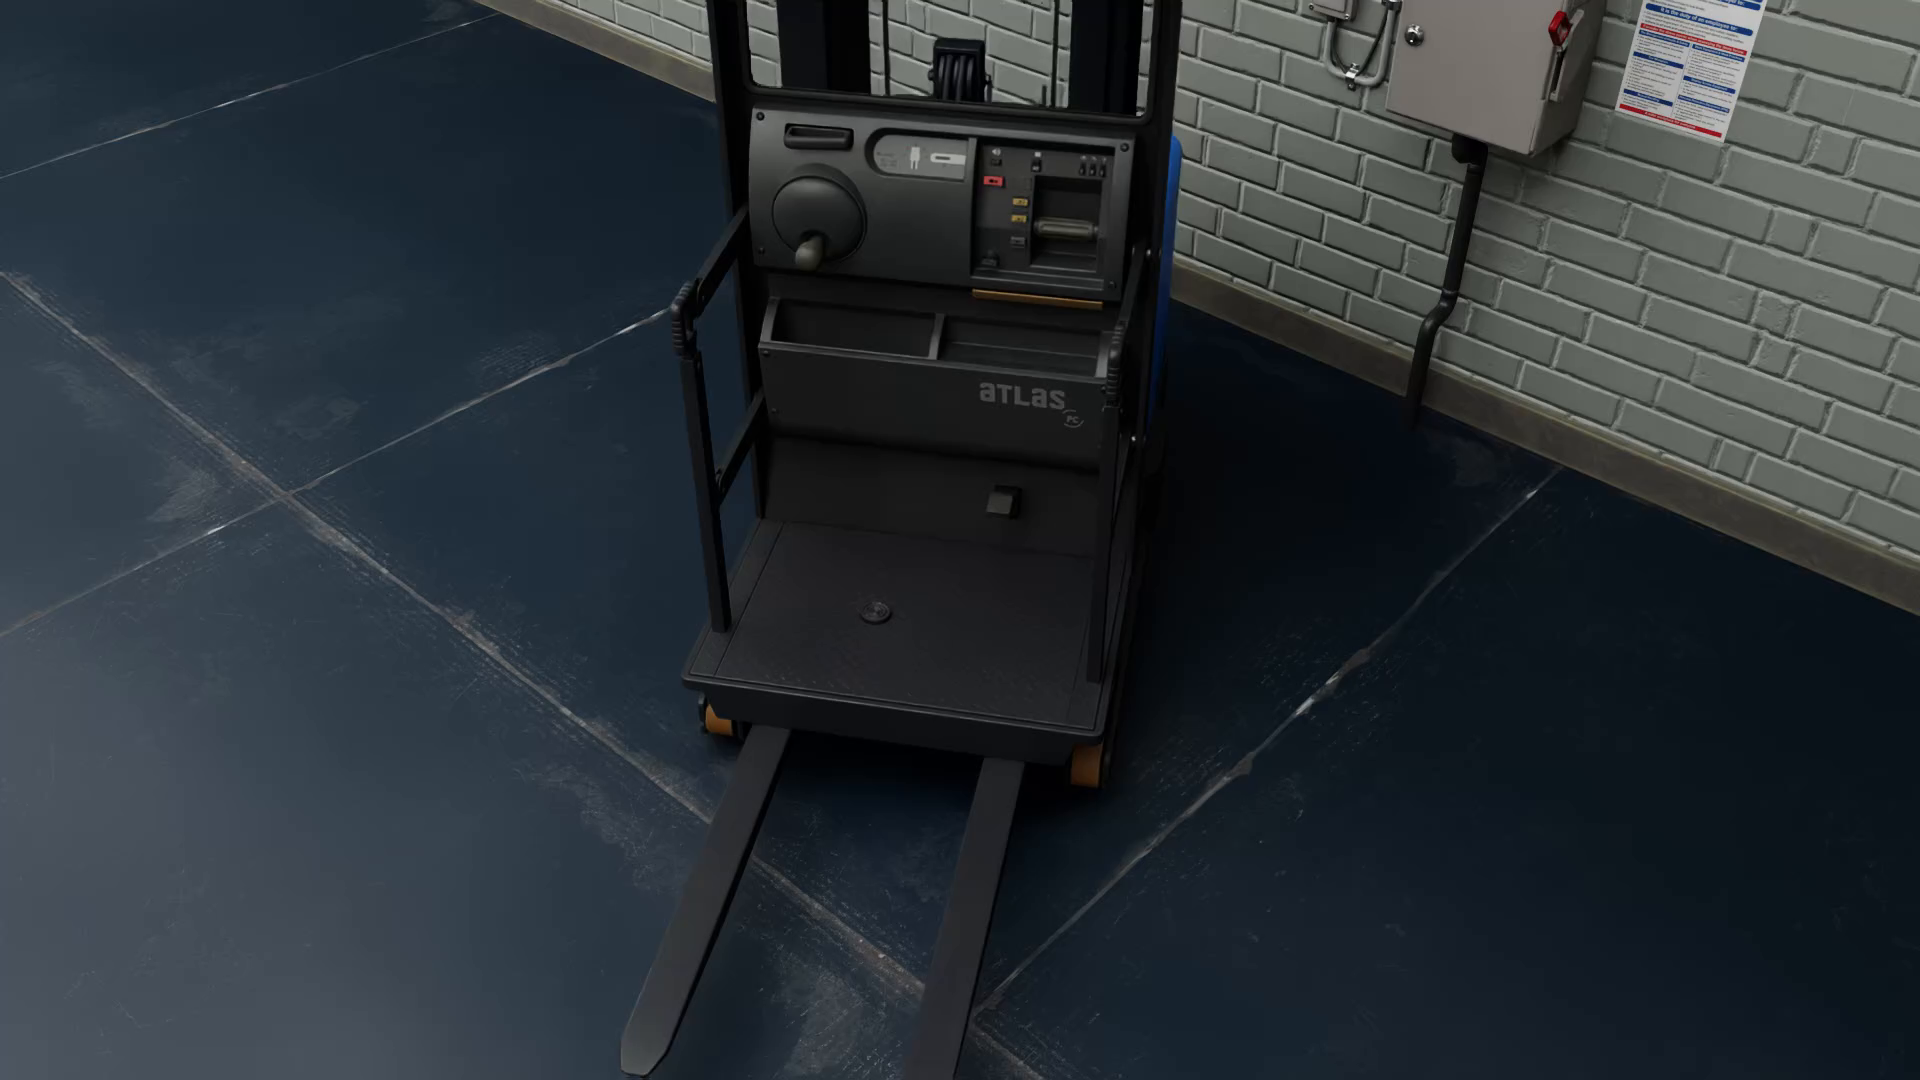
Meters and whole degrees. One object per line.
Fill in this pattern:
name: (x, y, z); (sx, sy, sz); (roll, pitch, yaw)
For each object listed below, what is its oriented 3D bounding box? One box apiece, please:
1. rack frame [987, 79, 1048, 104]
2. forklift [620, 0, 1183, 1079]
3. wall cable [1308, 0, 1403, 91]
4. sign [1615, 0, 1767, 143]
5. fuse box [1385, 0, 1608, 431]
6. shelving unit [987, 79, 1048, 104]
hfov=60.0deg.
rack frame: (0.188, -1.092, 5.780); (0.200, 1.050, 0.008); (7, 39, 9)
forklift: (-0.092, -0.741, 3.827); (1.130, 2.935, 3.031); (7, 39, 9)
wall cable: (1.151, -2.299, 4.915); (0.588, 1.984, 0.122); (30, 47, 32)
sign: (2.053, -1.393, 4.668); (0.329, 0.494, 0.001); (30, 47, 32)
fuse box: (1.549, -1.038, 5.181); (0.539, 1.711, 0.414); (30, 47, 32)
shelving unit: (0.164, -1.018, 5.686); (0.215, 1.050, 0.252); (7, 39, 9)
